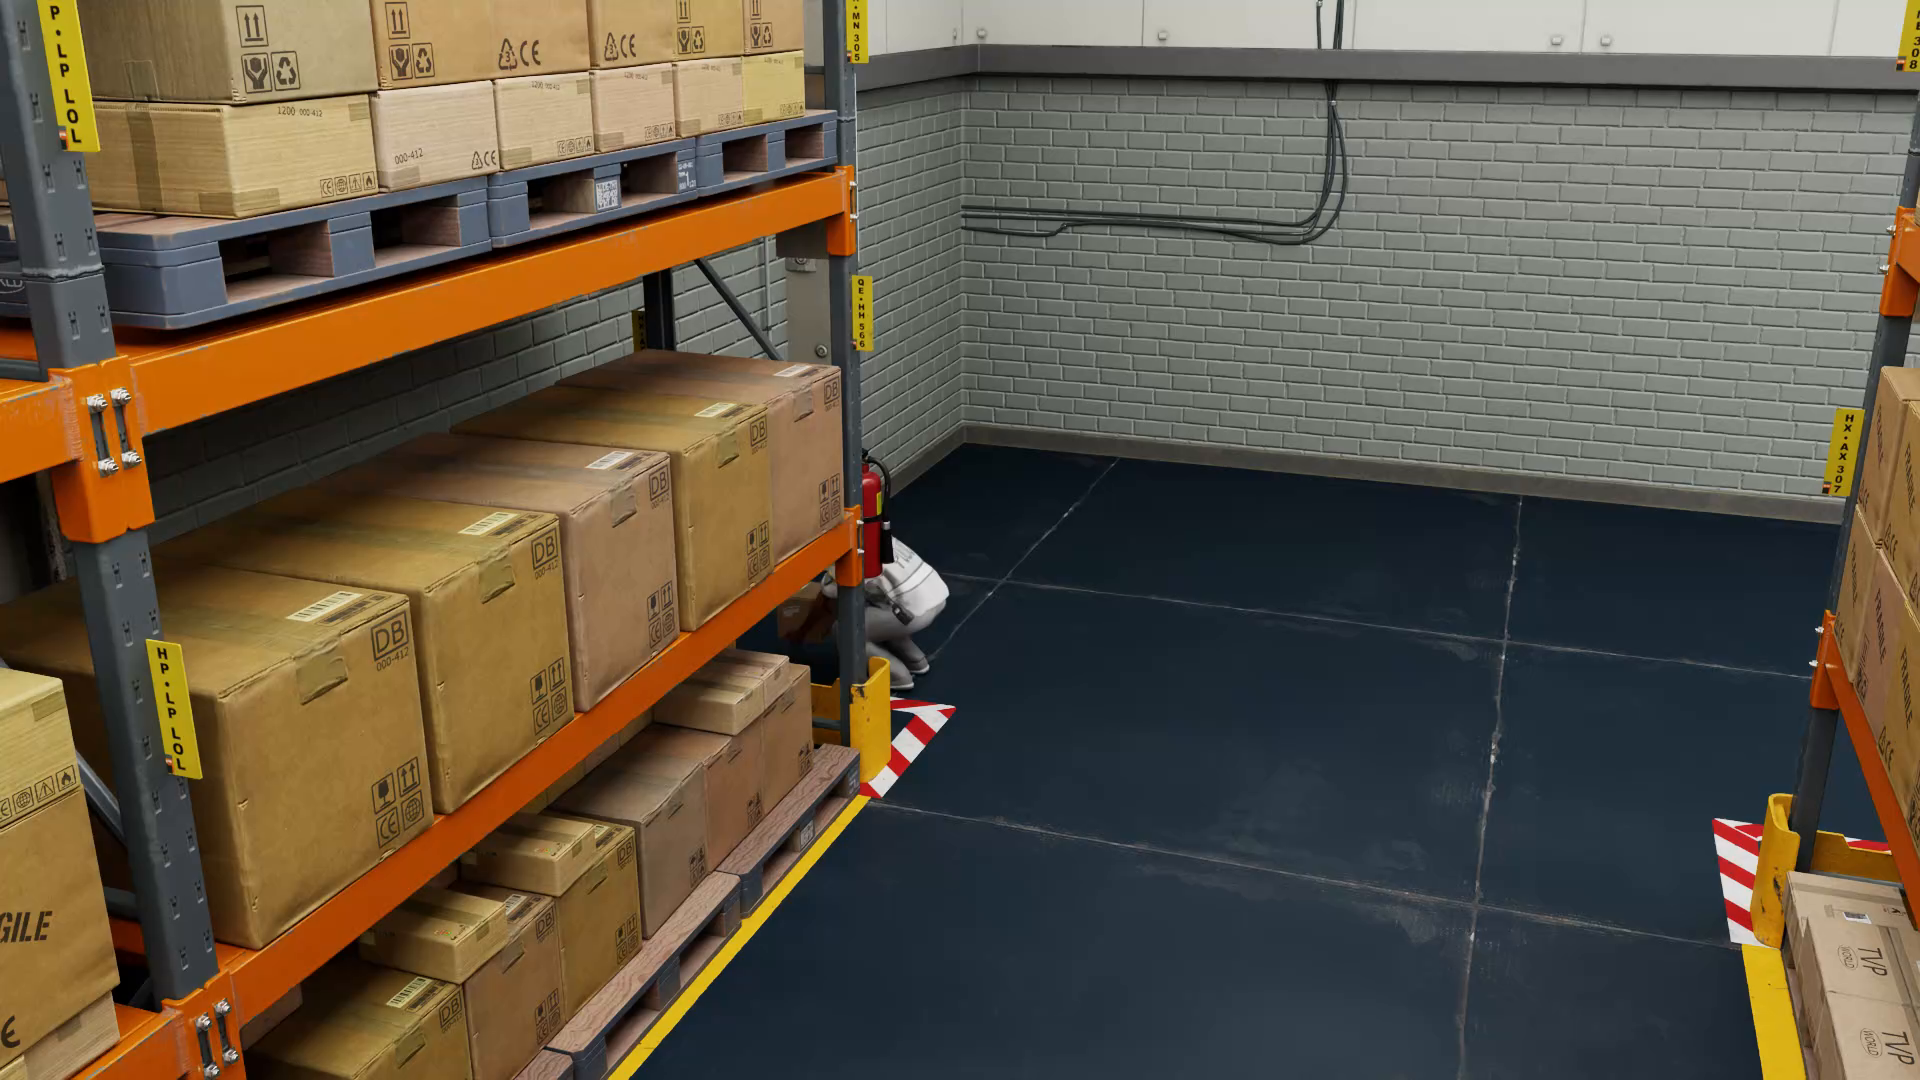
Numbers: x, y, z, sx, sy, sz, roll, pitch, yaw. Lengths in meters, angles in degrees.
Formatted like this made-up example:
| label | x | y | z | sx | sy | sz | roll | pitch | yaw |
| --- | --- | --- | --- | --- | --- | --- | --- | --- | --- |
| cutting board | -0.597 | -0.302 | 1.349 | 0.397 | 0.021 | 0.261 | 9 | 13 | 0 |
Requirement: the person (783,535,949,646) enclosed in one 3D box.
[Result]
| label | x | y | z | sx | sy | sz | roll | pitch | yaw |
| --- | --- | --- | --- | --- | --- | --- | --- | --- | --- |
| person | -0.501 | 0.215 | 8.799 | 0.871 | 0.762 | 0.446 | 6 | 20 | 17 |
